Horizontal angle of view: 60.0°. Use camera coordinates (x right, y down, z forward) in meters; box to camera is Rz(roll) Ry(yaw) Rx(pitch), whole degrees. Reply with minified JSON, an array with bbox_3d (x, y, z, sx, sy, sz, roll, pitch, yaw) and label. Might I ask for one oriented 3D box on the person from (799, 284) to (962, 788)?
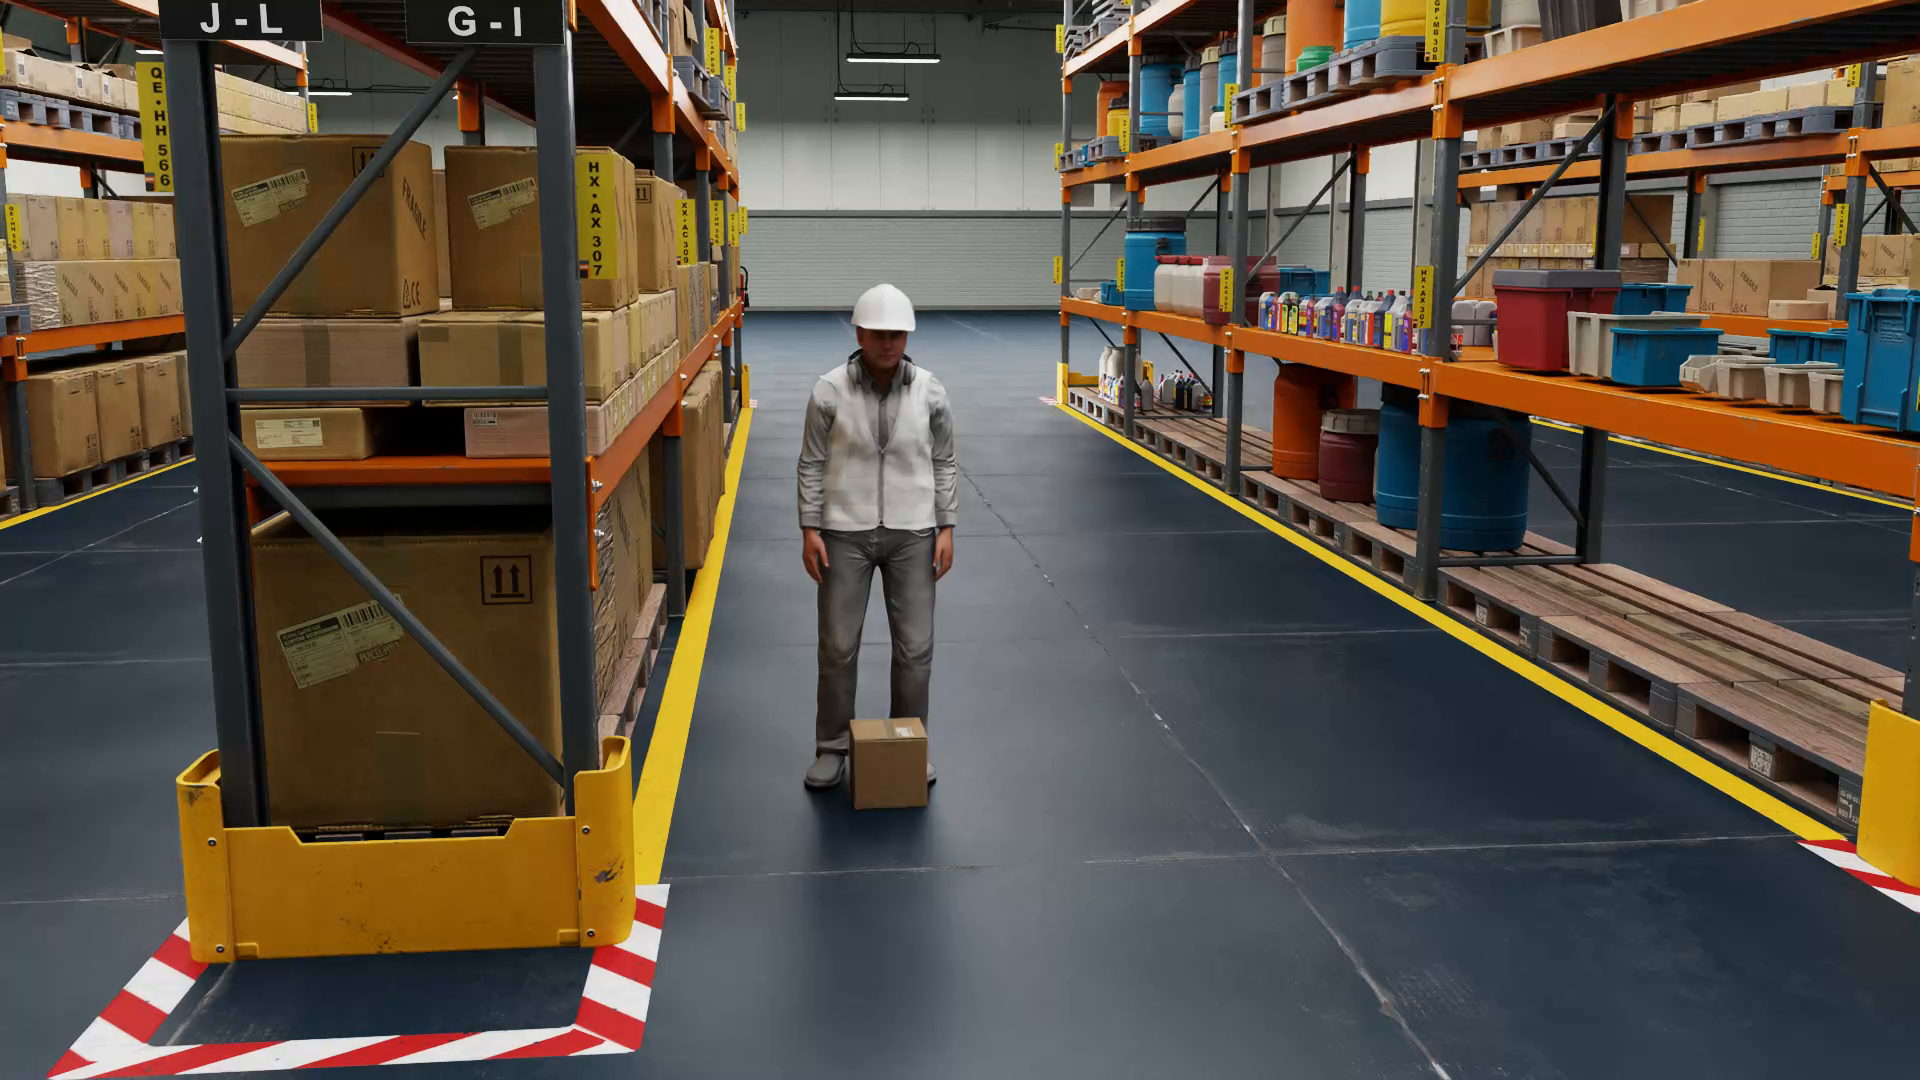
[{"bbox_3d":[-0.281,-0.017,5.922,0.589,1.770,0.465,-2,10,-10],"label":"person"}]
